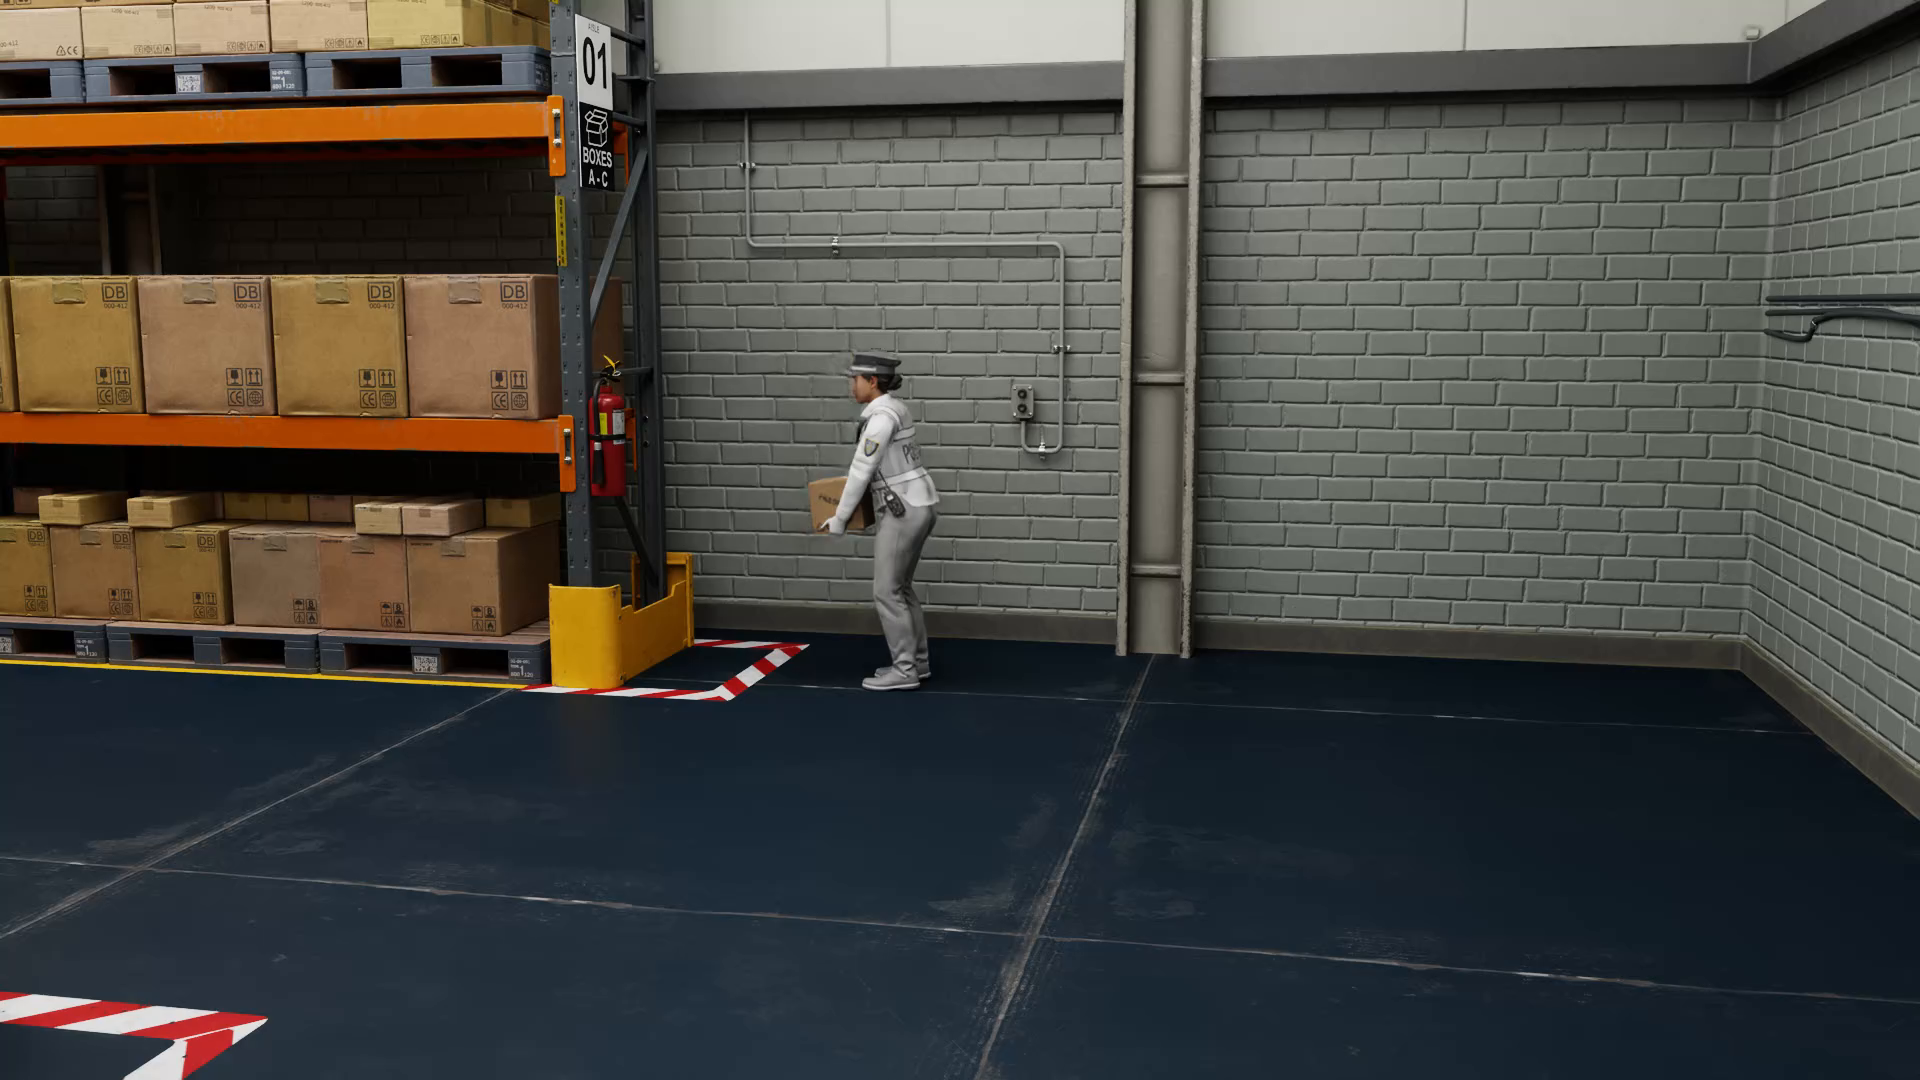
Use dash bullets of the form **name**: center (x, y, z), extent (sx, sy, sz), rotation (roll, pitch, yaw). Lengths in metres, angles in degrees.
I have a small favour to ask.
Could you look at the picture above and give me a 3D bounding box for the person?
- **person**: center (-0.382, -0.099, 8.106), extent (0.553, 1.647, 0.415), rotation (1, 8, 10)
